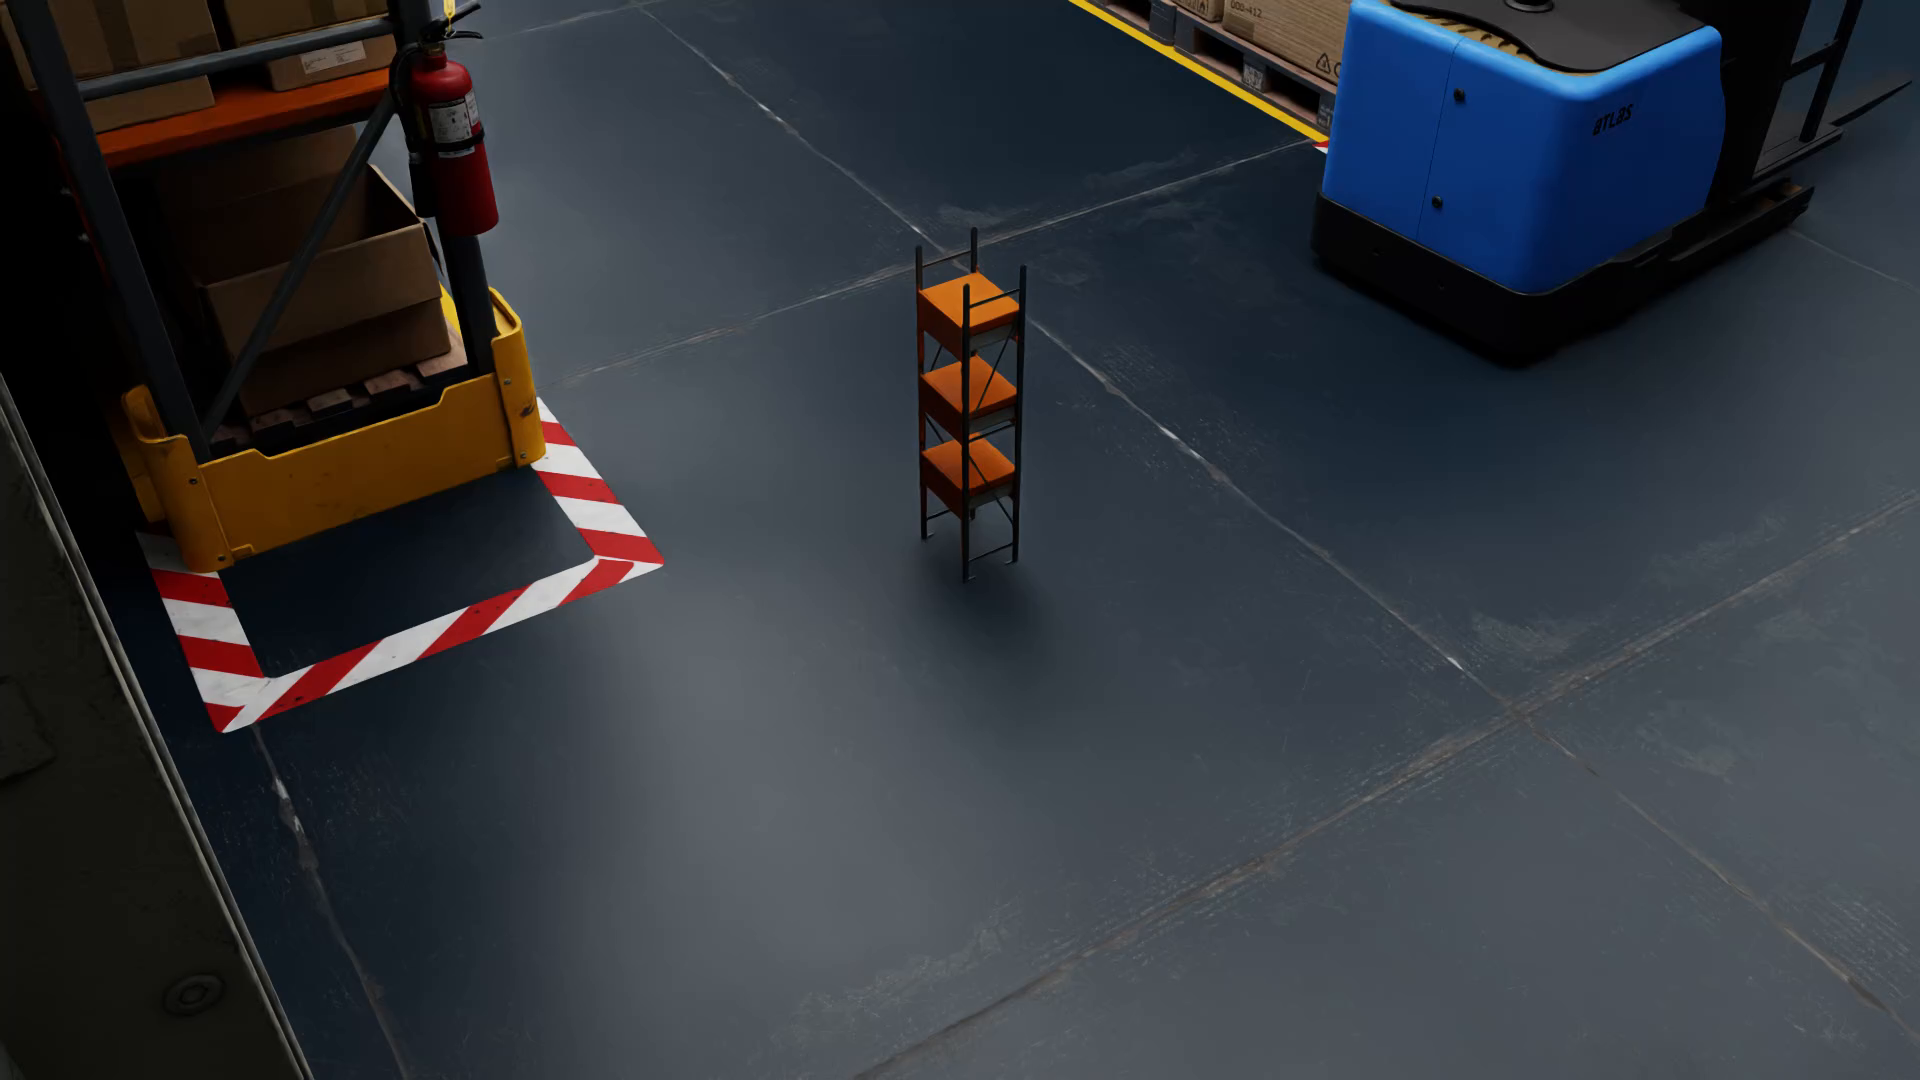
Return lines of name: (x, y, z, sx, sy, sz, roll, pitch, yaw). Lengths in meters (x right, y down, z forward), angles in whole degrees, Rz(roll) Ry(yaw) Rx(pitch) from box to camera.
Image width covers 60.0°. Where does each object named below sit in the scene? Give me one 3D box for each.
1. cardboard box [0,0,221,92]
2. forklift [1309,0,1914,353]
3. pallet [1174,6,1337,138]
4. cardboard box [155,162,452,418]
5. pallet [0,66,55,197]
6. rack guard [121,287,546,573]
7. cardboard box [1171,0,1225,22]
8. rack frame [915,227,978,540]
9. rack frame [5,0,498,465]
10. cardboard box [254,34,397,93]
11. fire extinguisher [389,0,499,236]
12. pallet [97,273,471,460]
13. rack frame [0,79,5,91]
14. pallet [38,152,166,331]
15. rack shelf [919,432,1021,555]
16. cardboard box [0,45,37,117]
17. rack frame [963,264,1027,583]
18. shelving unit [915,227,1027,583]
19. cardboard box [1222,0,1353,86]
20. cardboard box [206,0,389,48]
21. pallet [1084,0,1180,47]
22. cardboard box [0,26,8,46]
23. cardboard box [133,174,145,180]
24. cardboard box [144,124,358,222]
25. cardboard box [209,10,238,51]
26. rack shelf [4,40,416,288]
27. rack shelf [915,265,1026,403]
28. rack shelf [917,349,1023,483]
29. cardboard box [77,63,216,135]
cardboard box: (-2.386, -1.499, 4.591, 0.500, 0.250, 0.500, -21, 44, -23)
forklift: (2.839, -2.575, 6.051, 3.031, 2.935, 1.130, -27, 47, -29)
pallet: (1.773, -2.330, 7.881, 1.003, 0.211, 1.213, -22, 45, -24)
cardboard box: (-2.164, -0.851, 5.550, 0.797, 0.503, 0.637, -24, 45, -26)
pallet: (-3.697, -2.002, 7.488, 1.003, 0.211, 1.213, -22, 45, -24)
rack guard: (-1.955, -0.367, 5.299, 1.175, 0.500, 0.348, -22, 45, -24)
cardboard box: (1.330, -2.986, 8.164, 0.875, 0.438, 0.875, -21, 44, -23)
rack frame: (-0.037, -0.440, 4.958, 0.200, 1.050, 0.008, -22, 45, -24)
rack frame: (-1.915, -1.286, 4.450, 1.000, 3.000, 0.127, -22, 45, -24)
cardboard box: (-1.860, -1.461, 4.857, 0.380, 0.149, 0.250, -23, 45, -25)
fire extinguisher: (-1.446, -1.193, 4.690, 0.296, 0.674, 0.183, -22, 45, -24)
pallet: (-2.385, -0.685, 5.908, 1.003, 0.211, 1.213, -22, 45, -24)
rack frame: (-4.065, -3.445, 7.041, 1.000, 3.000, 0.127, -22, 45, -24)
pallet: (-3.037, -1.343, 6.697, 1.003, 0.211, 1.213, -22, 45, -24)
rack shelf: (0.029, -0.153, 5.064, 0.215, 0.259, 0.240, -22, 45, -24)
cardboard box: (-3.909, -2.135, 7.242, 0.500, 0.311, 0.500, -21, 44, -23)
rack frame: (0.094, -0.309, 4.800, 0.200, 1.050, 0.008, -22, 45, -24)
shelving unit: (0.029, -0.374, 4.879, 0.215, 1.050, 0.252, -22, 45, -24)
cardboard box: (1.829, -2.495, 7.575, 0.875, 0.438, 0.875, -24, 45, -26)
cardboard box: (-1.931, -1.680, 4.808, 0.500, 0.250, 0.500, -22, 45, -24)
pallet: (1.121, -2.988, 8.670, 1.003, 0.211, 1.213, -22, 45, -24)
cardboard box: (-2.803, -1.670, 5.107, 0.380, 0.149, 0.250, -22, 45, -24)
cardboard box: (-3.149, -1.885, 6.793, 0.700, 0.500, 0.500, -24, 45, -26)
cardboard box: (-2.590, -1.324, 6.121, 0.700, 0.500, 0.500, -20, 44, -23)
cardboard box: (-2.036, -1.583, 5.002, 0.380, 0.149, 0.250, -21, 44, -23)
rack shelf: (-2.990, -2.089, 5.976, 1.077, 0.370, 4.000, -22, 45, -24)
rack shelf: (0.029, -0.584, 4.704, 0.215, 0.259, 0.240, -22, 45, -24)
rack shelf: (0.029, -0.366, 4.886, 0.215, 0.259, 0.240, -22, 45, -24)
cardboard box: (-2.319, -1.276, 4.634, 0.380, 0.149, 0.250, -23, 45, -25)
